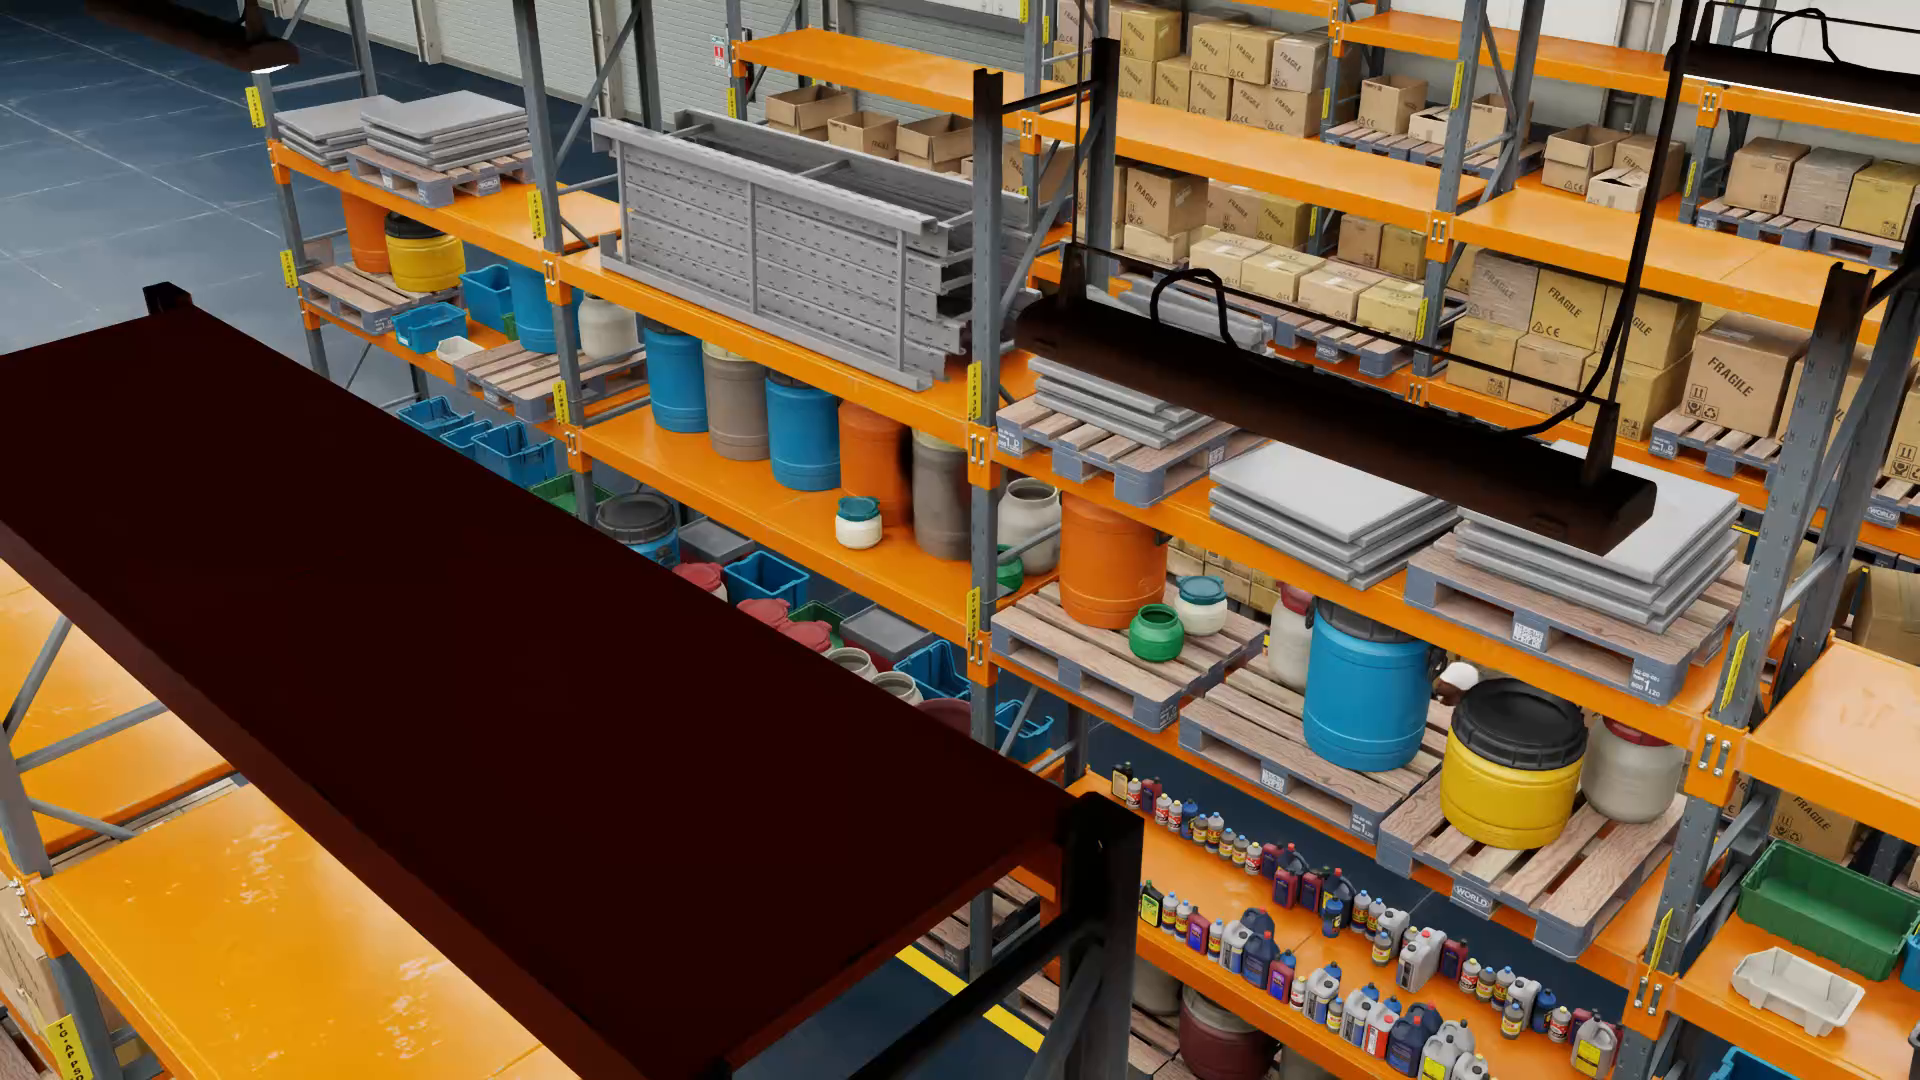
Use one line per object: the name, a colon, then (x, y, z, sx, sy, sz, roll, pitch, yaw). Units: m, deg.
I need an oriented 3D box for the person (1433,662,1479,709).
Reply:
person: (3.362, 1.582, 11.630, 0.856, 1.717, 0.554, 23, 36, 34)
